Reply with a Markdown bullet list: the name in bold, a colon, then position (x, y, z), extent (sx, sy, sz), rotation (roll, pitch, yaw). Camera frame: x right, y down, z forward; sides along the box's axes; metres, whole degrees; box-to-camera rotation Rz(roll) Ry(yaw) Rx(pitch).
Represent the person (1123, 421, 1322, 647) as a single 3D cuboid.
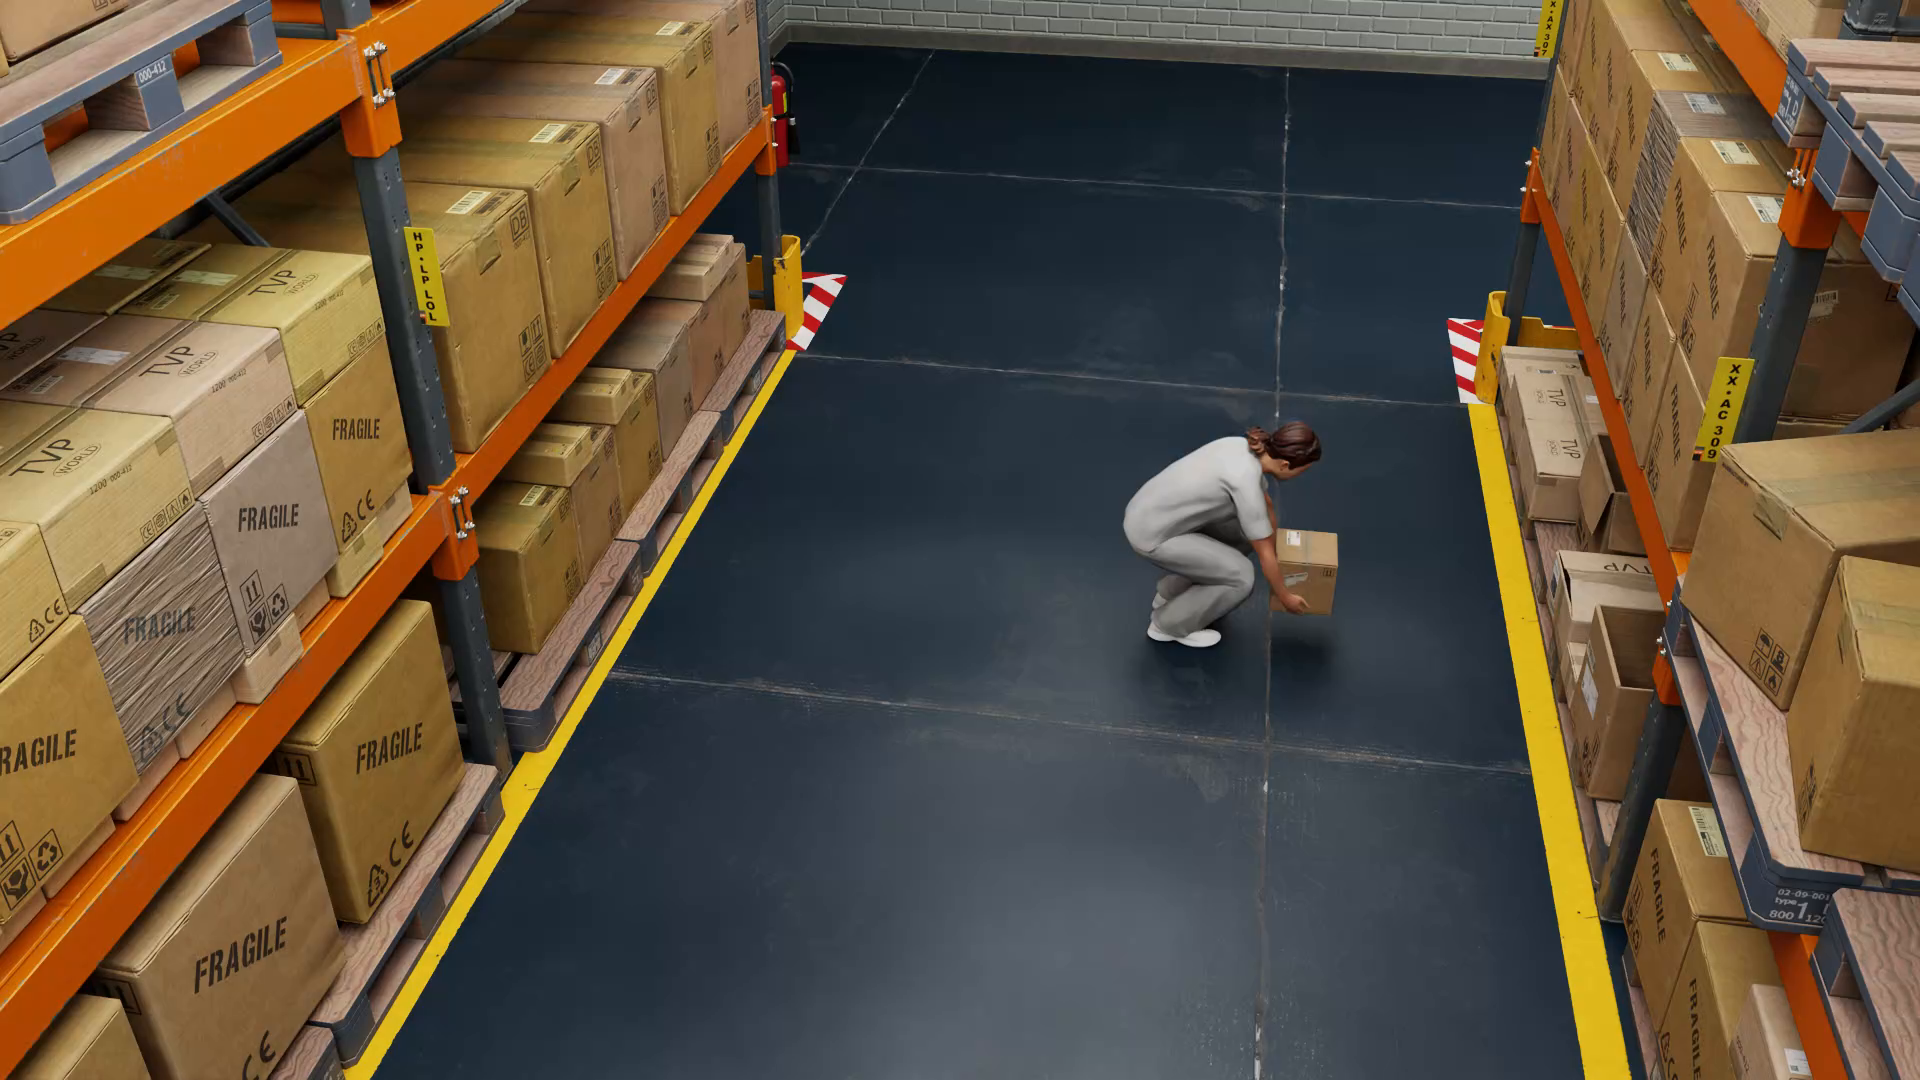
- **person**: position (1.075, -0.045, 6.879), extent (0.790, 0.958, 0.484), rotation (5, 33, 8)
